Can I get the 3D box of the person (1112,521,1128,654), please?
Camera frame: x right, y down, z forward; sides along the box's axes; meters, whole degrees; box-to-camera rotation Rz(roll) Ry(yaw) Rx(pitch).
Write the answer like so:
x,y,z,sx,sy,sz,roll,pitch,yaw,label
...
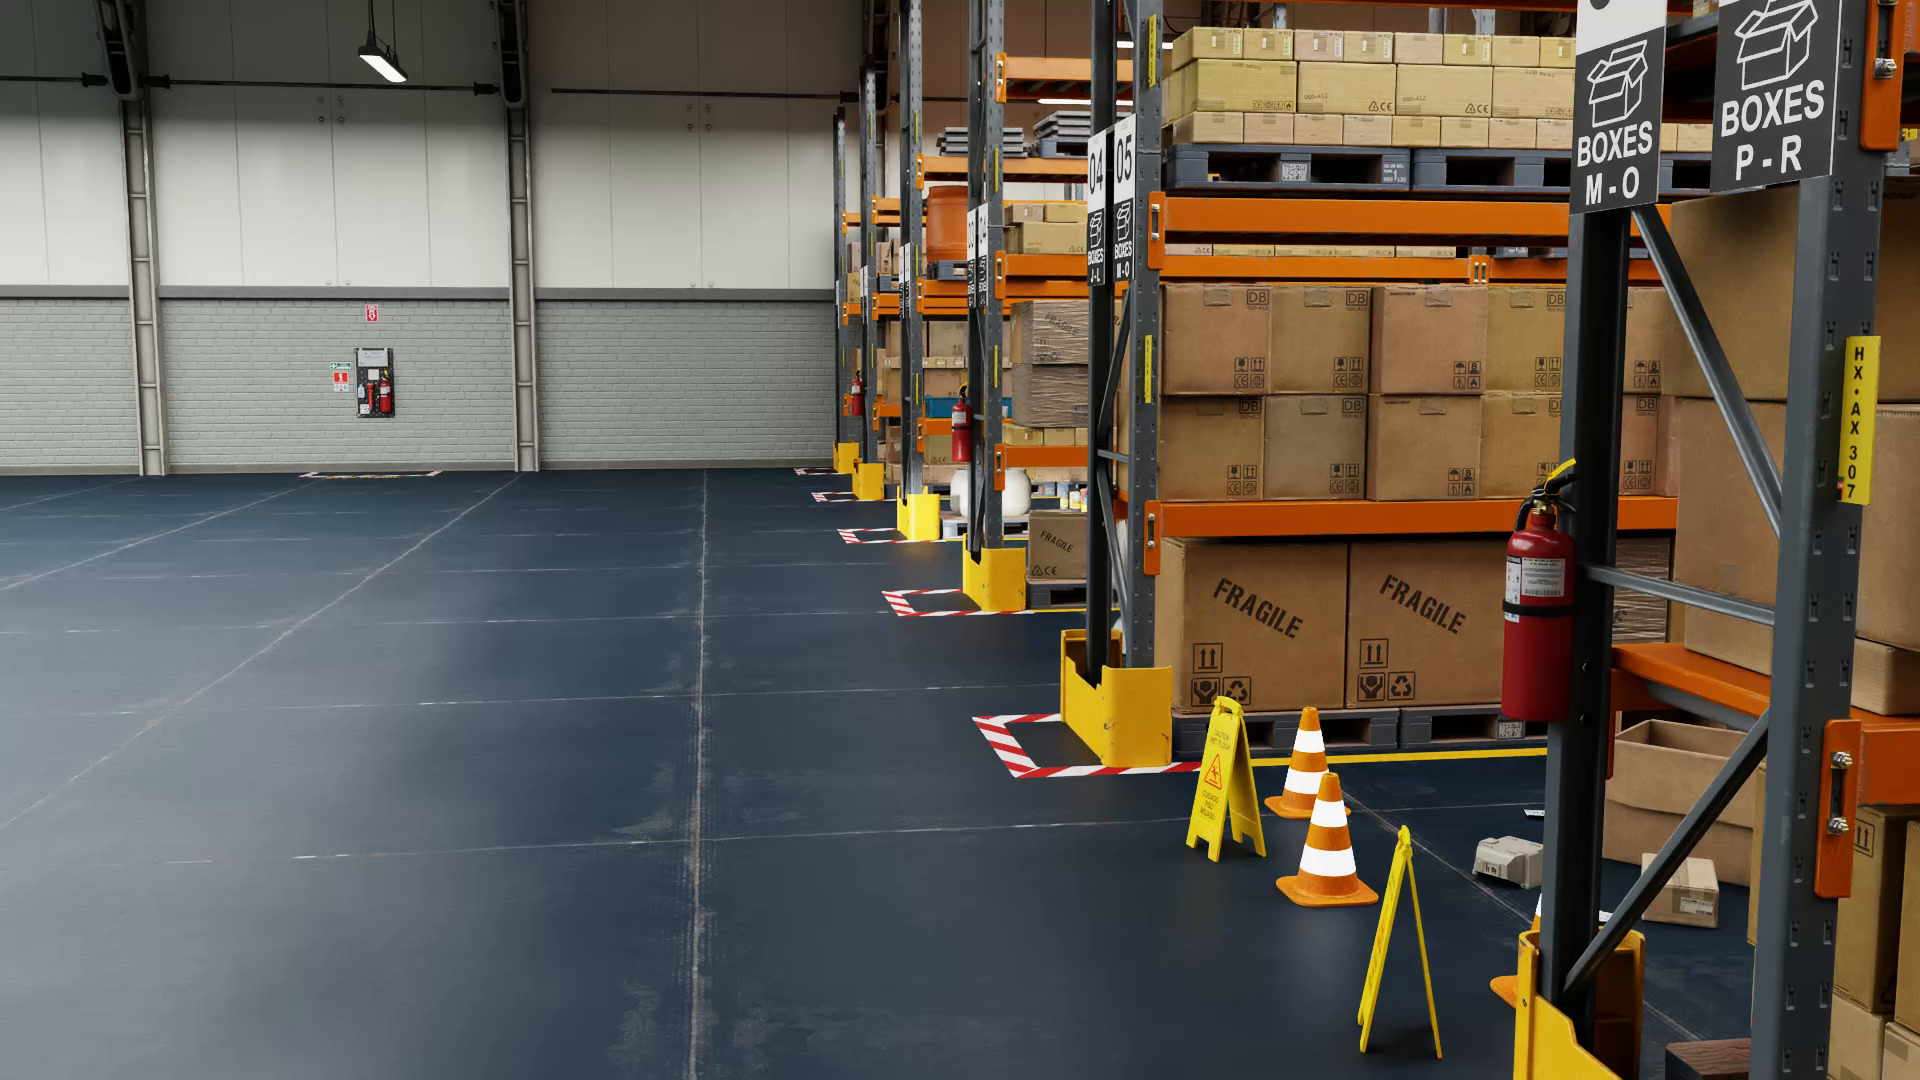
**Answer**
x,y,z,sx,sy,sz,roll,pitch,yaw,label
1.361,0.313,11.437,0.850,0.907,0.469,-1,7,-11,person
